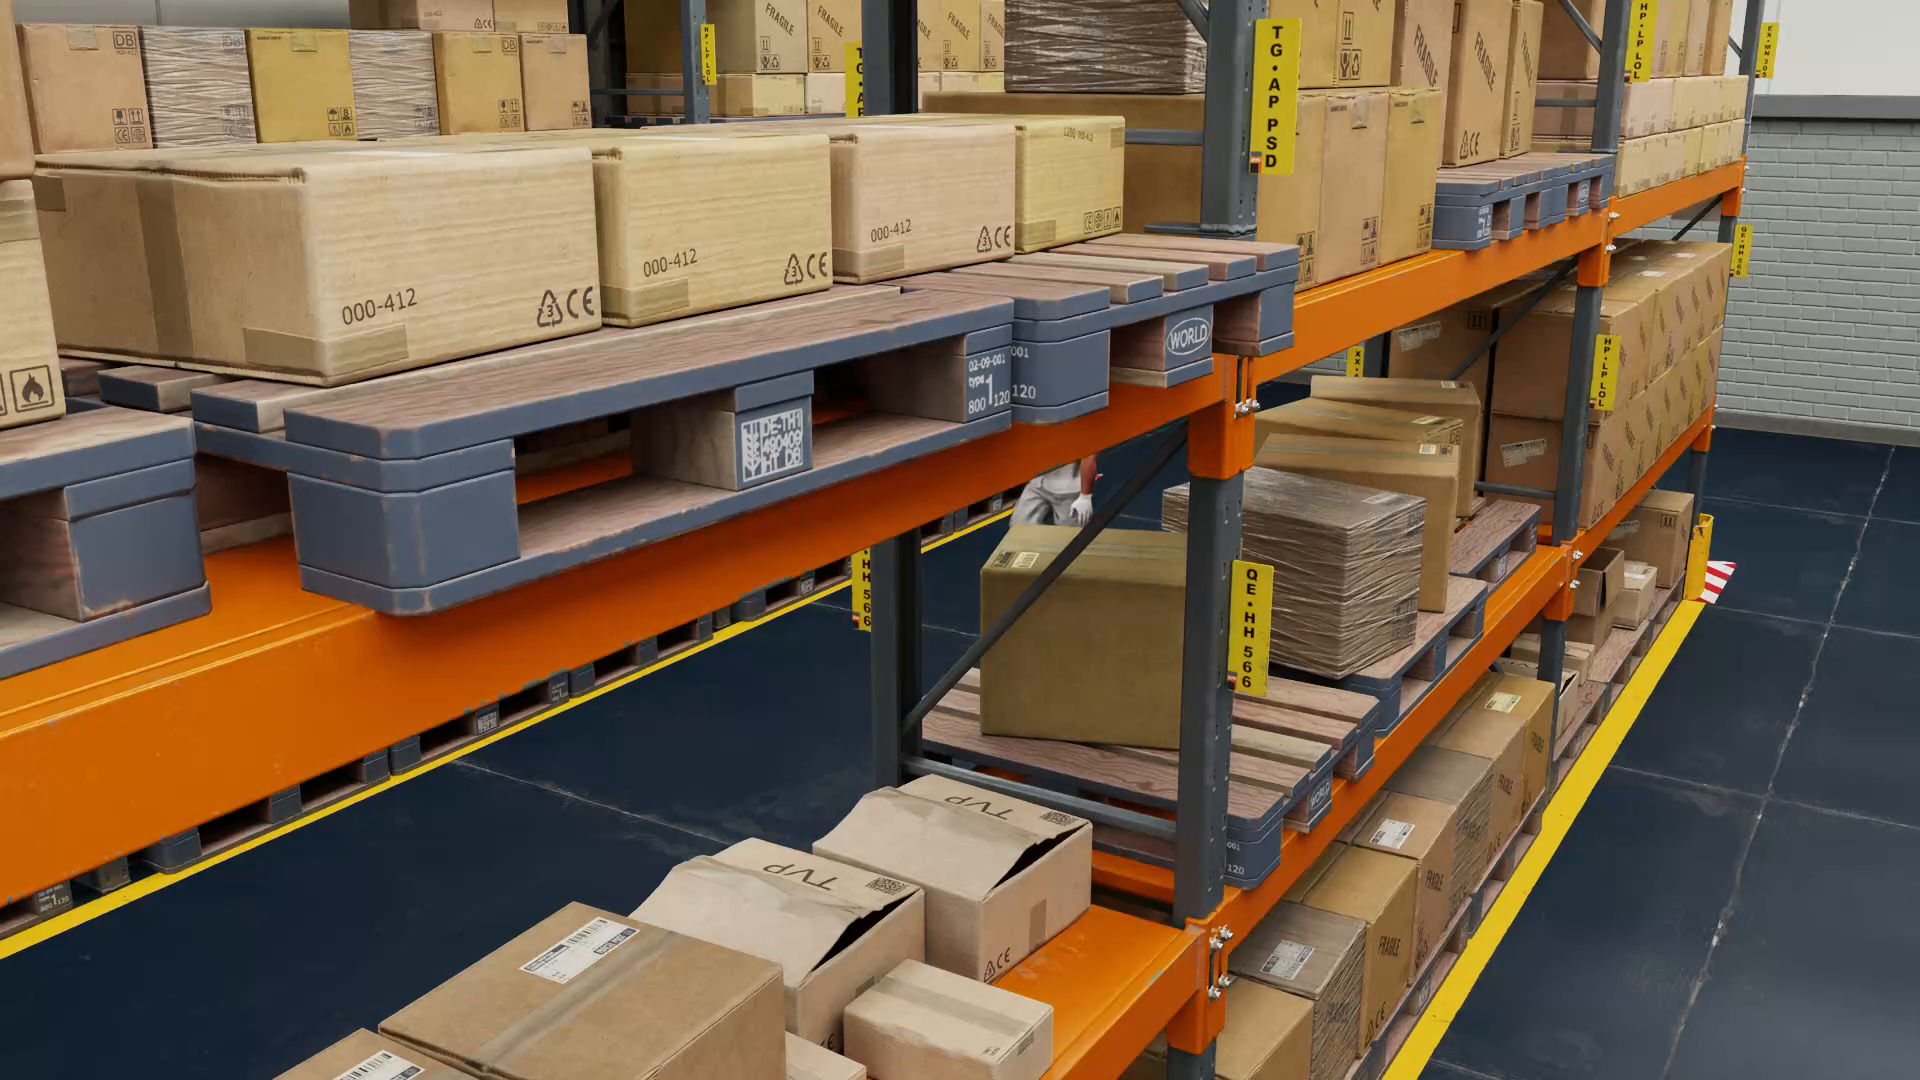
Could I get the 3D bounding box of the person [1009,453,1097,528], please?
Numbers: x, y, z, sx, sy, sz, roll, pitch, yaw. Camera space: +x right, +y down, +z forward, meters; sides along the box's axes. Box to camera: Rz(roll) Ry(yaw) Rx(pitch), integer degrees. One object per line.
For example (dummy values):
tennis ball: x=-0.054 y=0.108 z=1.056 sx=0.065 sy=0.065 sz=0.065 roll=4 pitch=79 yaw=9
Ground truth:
person: x=0.590 y=-0.299 z=9.957 sx=0.580 sy=1.768 sz=0.502 roll=15 pitch=22 yaw=42
